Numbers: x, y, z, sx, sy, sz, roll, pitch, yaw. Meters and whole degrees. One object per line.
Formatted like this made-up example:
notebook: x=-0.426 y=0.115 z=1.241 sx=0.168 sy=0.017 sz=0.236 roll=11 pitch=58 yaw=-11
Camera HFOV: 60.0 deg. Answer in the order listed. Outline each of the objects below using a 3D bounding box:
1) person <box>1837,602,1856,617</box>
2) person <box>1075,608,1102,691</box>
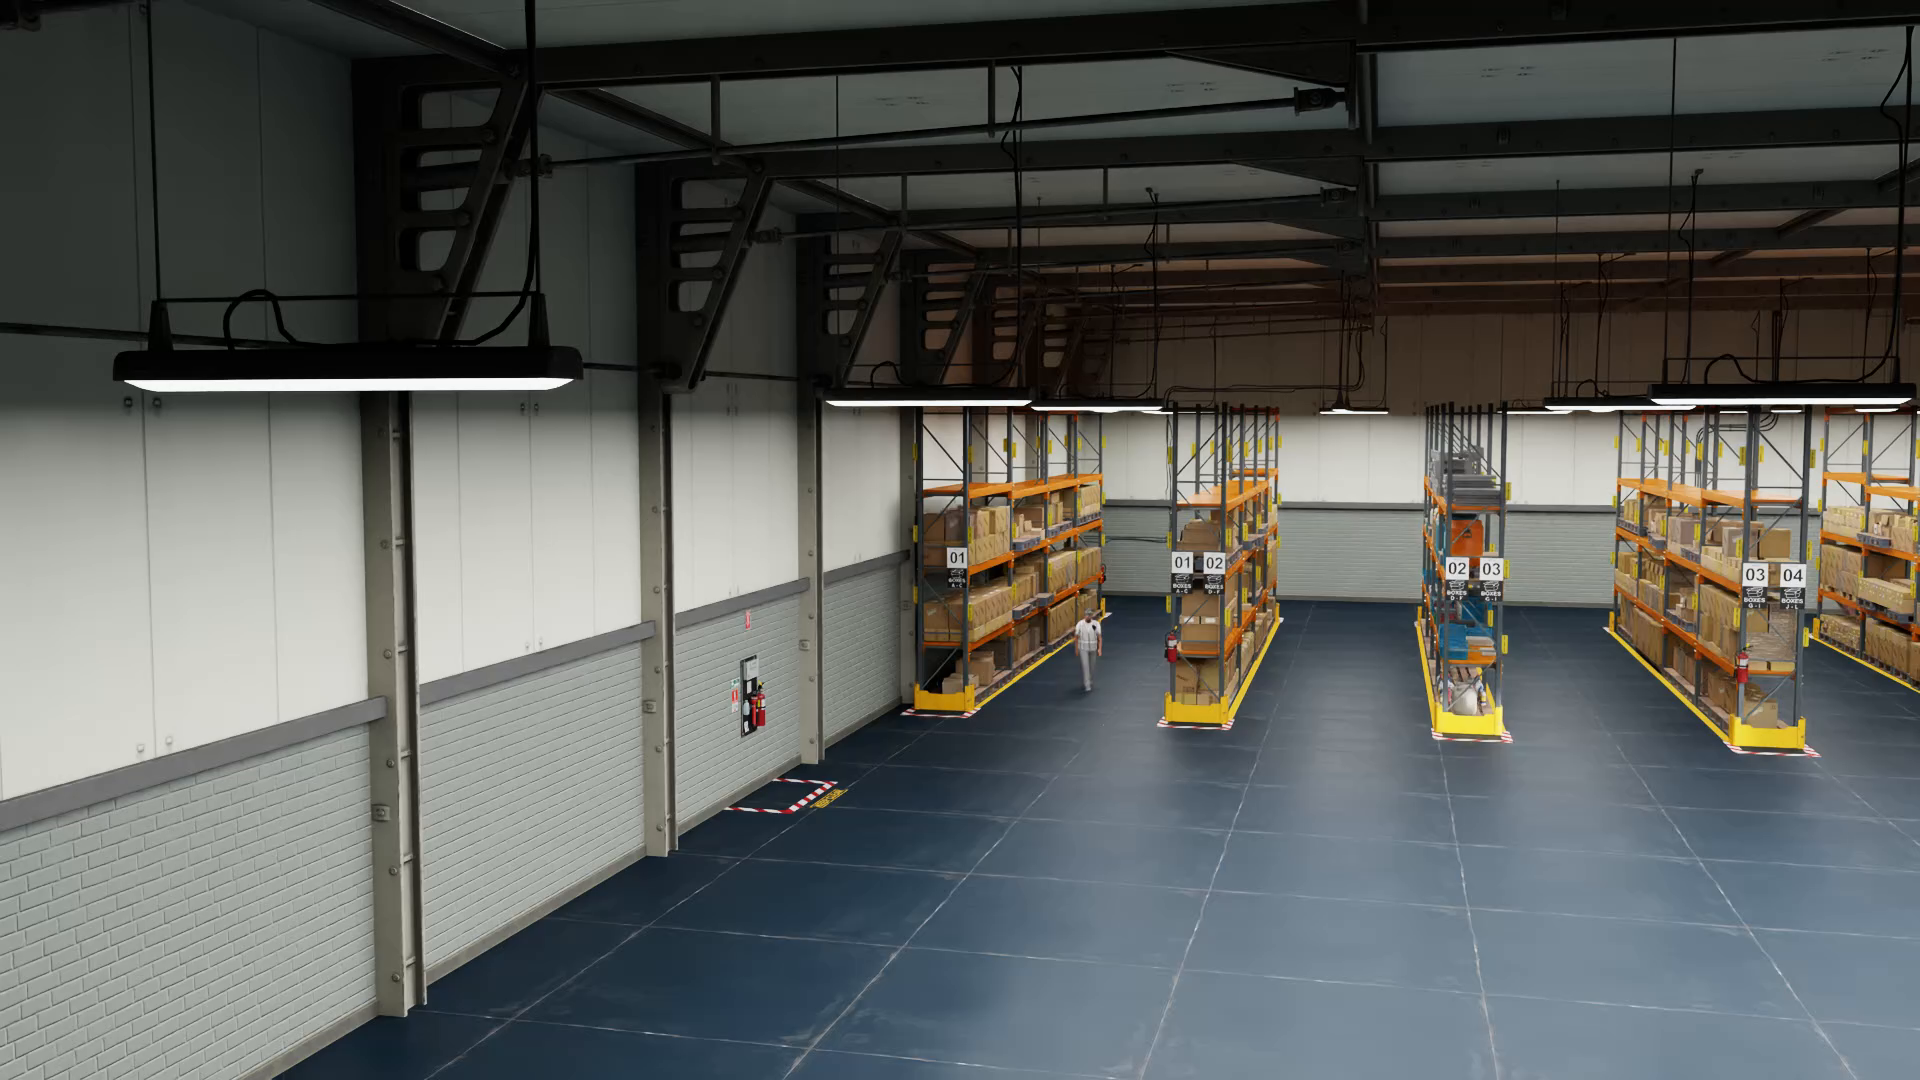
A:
person: x=24.834 y=1.454 z=46.447 sx=0.454 sy=1.689 sz=0.477 roll=-1 pitch=4 yaw=-10
person: x=2.702 y=2.264 z=34.950 sx=0.529 sy=1.713 sz=1.119 roll=-1 pitch=4 yaw=-10
